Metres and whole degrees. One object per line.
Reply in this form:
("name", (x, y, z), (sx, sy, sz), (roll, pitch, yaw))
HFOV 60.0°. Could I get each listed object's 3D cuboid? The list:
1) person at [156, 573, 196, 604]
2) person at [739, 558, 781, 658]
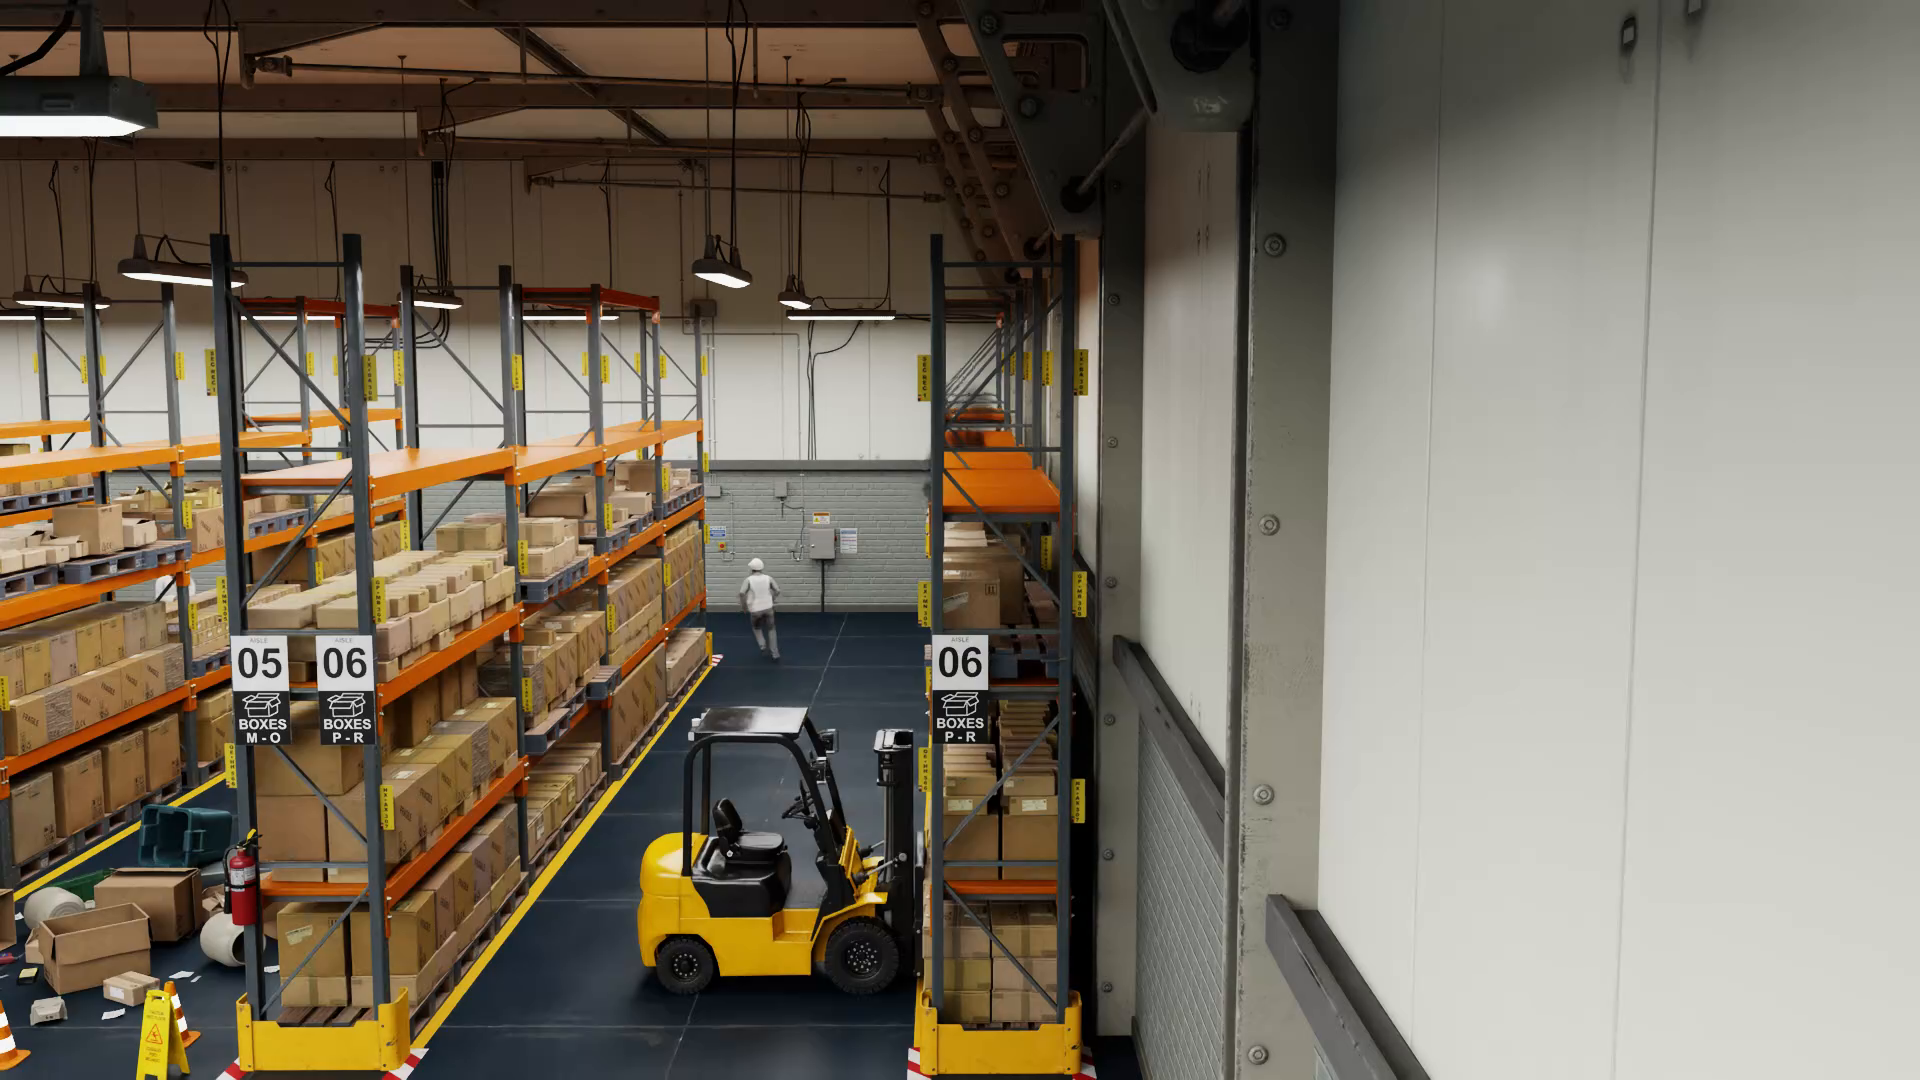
("person", (-13.145, 1.204, 27.954), (0.671, 1.769, 0.784), (-5, 8, -36))
("person", (-3.435, 1.174, 28.412), (0.713, 1.746, 0.638), (-1, 6, -12))
